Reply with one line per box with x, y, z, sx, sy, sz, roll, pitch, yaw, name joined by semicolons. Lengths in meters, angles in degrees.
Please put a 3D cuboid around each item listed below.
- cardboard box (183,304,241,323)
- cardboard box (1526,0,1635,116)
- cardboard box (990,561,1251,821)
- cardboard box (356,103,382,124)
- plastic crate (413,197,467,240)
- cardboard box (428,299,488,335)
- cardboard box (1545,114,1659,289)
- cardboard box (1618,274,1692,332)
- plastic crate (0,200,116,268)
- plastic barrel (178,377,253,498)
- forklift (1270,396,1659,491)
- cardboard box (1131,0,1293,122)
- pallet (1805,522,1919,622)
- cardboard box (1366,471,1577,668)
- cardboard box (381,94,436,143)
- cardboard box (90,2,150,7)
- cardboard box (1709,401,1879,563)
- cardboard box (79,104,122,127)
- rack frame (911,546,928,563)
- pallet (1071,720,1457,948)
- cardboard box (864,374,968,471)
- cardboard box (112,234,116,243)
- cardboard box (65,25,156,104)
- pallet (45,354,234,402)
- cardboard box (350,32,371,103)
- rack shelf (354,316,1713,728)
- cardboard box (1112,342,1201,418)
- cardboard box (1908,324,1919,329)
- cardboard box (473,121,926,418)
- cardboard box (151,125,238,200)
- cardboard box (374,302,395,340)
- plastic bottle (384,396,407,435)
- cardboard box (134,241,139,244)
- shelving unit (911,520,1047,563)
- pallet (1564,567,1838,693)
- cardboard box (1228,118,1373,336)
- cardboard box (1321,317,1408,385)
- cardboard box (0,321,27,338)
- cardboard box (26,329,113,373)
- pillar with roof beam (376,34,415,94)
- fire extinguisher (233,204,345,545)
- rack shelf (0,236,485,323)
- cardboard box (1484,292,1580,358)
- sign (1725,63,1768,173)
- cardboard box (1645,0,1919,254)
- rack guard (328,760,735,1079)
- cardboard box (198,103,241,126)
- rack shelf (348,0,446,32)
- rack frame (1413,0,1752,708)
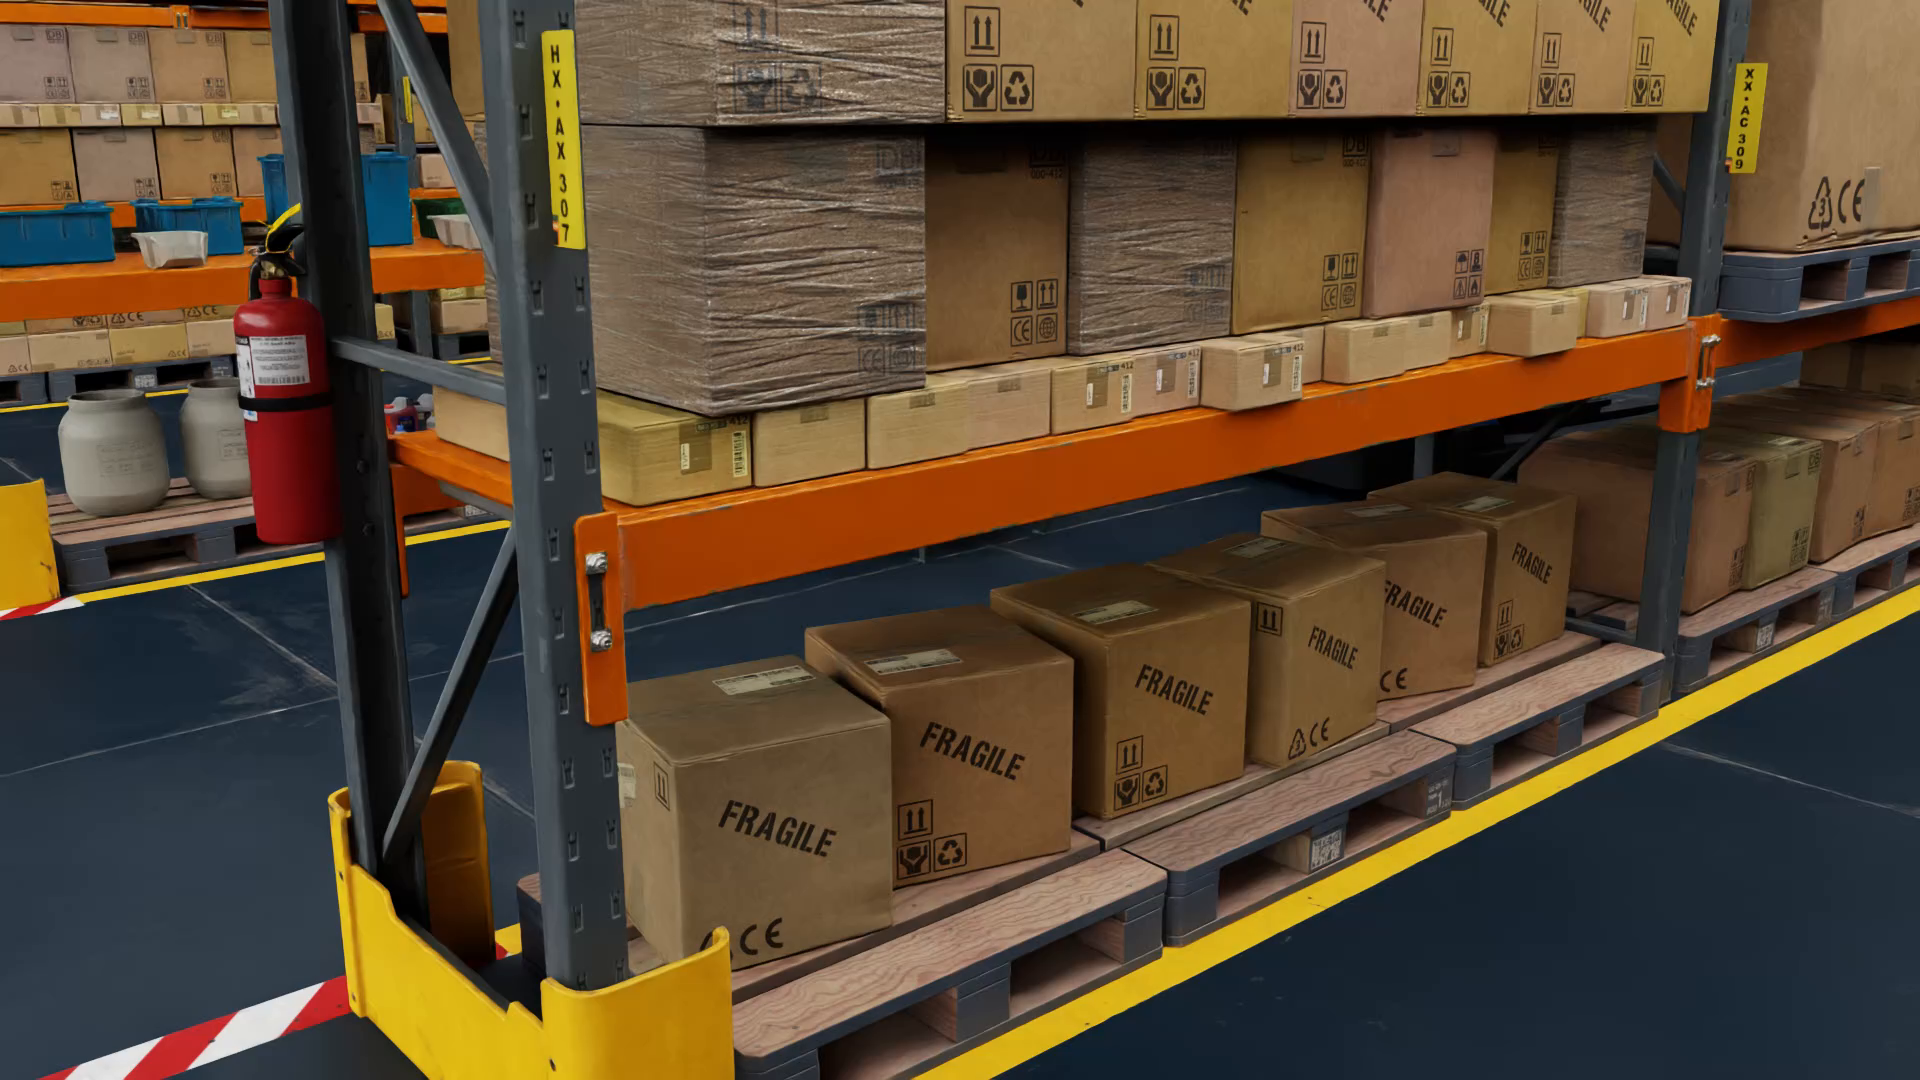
-5.418;-1.857;11.953;0.500;0.500;0.500;-13;19;-39;cardboard box
1.513;-1.441;4.624;0.500;0.500;0.500;-13;19;-39;cardboard box
0.426;0.389;4.511;0.500;0.500;0.500;-10;18;-34;cardboard box
-4.517;-3.184;12.405;0.250;0.149;0.380;-13;20;-39;cardboard box
-2.413;-1.667;8.590;0.662;0.188;0.450;-13;19;-39;plastic crate
-3.985;-1.804;13.206;0.500;0.250;0.500;-13;20;-41;cardboard box
1.668;-1.108;5.317;0.500;0.500;0.875;-13;19;-39;cardboard box
2.079;-0.765;5.290;0.250;0.149;0.380;-13;19;-39;cardboard box
-4.040;-1.338;7.236;0.616;0.251;0.499;-13;19;-39;plastic crate
-3.396;-0.479;7.739;0.421;0.512;0.421;0;15;0;plastic barrel
2.973;-1.915;9.239;3.031;2.935;1.130;-10;18;-32;forklift
0.382;-1.186;3.671;0.500;0.500;0.500;-13;19;-39;cardboard box
3.555;0.027;7.241;1.213;0.211;1.003;-13;19;-39;pallet
1.720;0.084;5.652;0.500;0.500;0.500;-13;20;-41;cardboard box
-5.962;-4.515;17.794;0.500;0.500;0.700;-13;19;-39;cardboard box
-7.927;-5.246;15.534;0.500;0.500;0.500;-12;19;-38;cardboard box
3.319;-0.257;6.892;0.700;0.500;0.500;14;20;42;cardboard box
-5.872;-2.879;11.263;0.250;0.149;0.380;-12;19;-39;cardboard box
-0.281;-0.661;7.320;0.023;1.500;0.400;-13;19;-39;rack frame
0.644;0.695;4.739;1.213;0.211;1.003;-13;19;-39;pallet
-0.198;-0.261;3.403;0.250;0.149;0.380;-13;19;-39;cardboard box
-8.463;-2.695;16.017;0.500;0.500;0.500;14;21;43;cardboard box
-5.918;-3.253;11.409;0.500;0.500;0.700;-13;19;-39;cardboard box
-6.000;-1.228;11.939;1.213;0.211;1.003;-13;19;-39;pallet
-4.783;-3.508;12.364;0.500;0.500;0.700;-13;19;-39;cardboard box
0.539;-0.294;4.433;4.000;0.370;1.077;-13;19;-39;rack shelf
0.341;-0.396;3.908;0.250;0.149;0.380;-13;19;-39;cardboard box
4.580;-0.906;7.867;0.500;0.250;0.500;-12;19;-37;cardboard box
-0.537;-0.583;3.349;0.500;0.500;0.875;-13;19;-39;cardboard box
-5.557;-2.707;11.877;0.500;0.500;0.700;-12;19;-39;cardboard box
-4.658;-1.663;12.678;0.500;0.250;0.500;-13;19;-39;cardboard box
-2.915;-0.598;8.600;0.135;0.276;0.152;-12;19;-39;plastic bottle
-5.762;-1.959;12.334;0.500;0.500;0.500;-13;19;-39;cardboard box
-0.005;-0.723;7.552;0.755;1.500;0.431;-13;19;-39;shelving unit
2.634;0.235;6.463;1.213;0.211;1.003;-13;19;-39;pallet
0.552;-0.849;4.348;0.500;0.500;0.875;-13;19;-39;cardboard box
0.938;-0.514;4.349;0.250;0.149;0.380;-13;19;-39;cardboard box
-6.543;-1.601;10.994;0.500;0.500;0.500;-13;19;-39;cardboard box
-6.167;-1.324;11.409;0.500;0.250;0.500;-13;19;-39;cardboard box
-3.412;-6.559;14.870;0.400;9.000;9.100;-13;19;-39;pillar with roof beam
-1.358;-0.336;3.345;0.183;0.674;0.296;-13;19;-39;fire extinguisher
-2.712;-1.258;8.042;4.000;0.370;1.077;-13;19;-39;rack shelf
1.540;-0.630;4.784;0.250;0.149;0.380;-13;19;-39;cardboard box
2.410;-1.294;5.106;0.005;0.325;0.100;-13;19;-39;sign
2.739;-1.581;5.878;1.000;1.000;1.000;-12;19;-39;cardboard box
-0.912;0.892;3.442;0.348;0.500;1.175;-13;19;-39;rack guard
-5.285;-3.012;11.761;0.250;0.149;0.380;-13;20;-40;cardboard box
-2.943;-4.350;13.805;4.000;0.370;1.077;-13;19;-39;rack shelf
2.048;-0.980;5.608;0.127;3.000;1.000;-13;19;-39;rack frame
